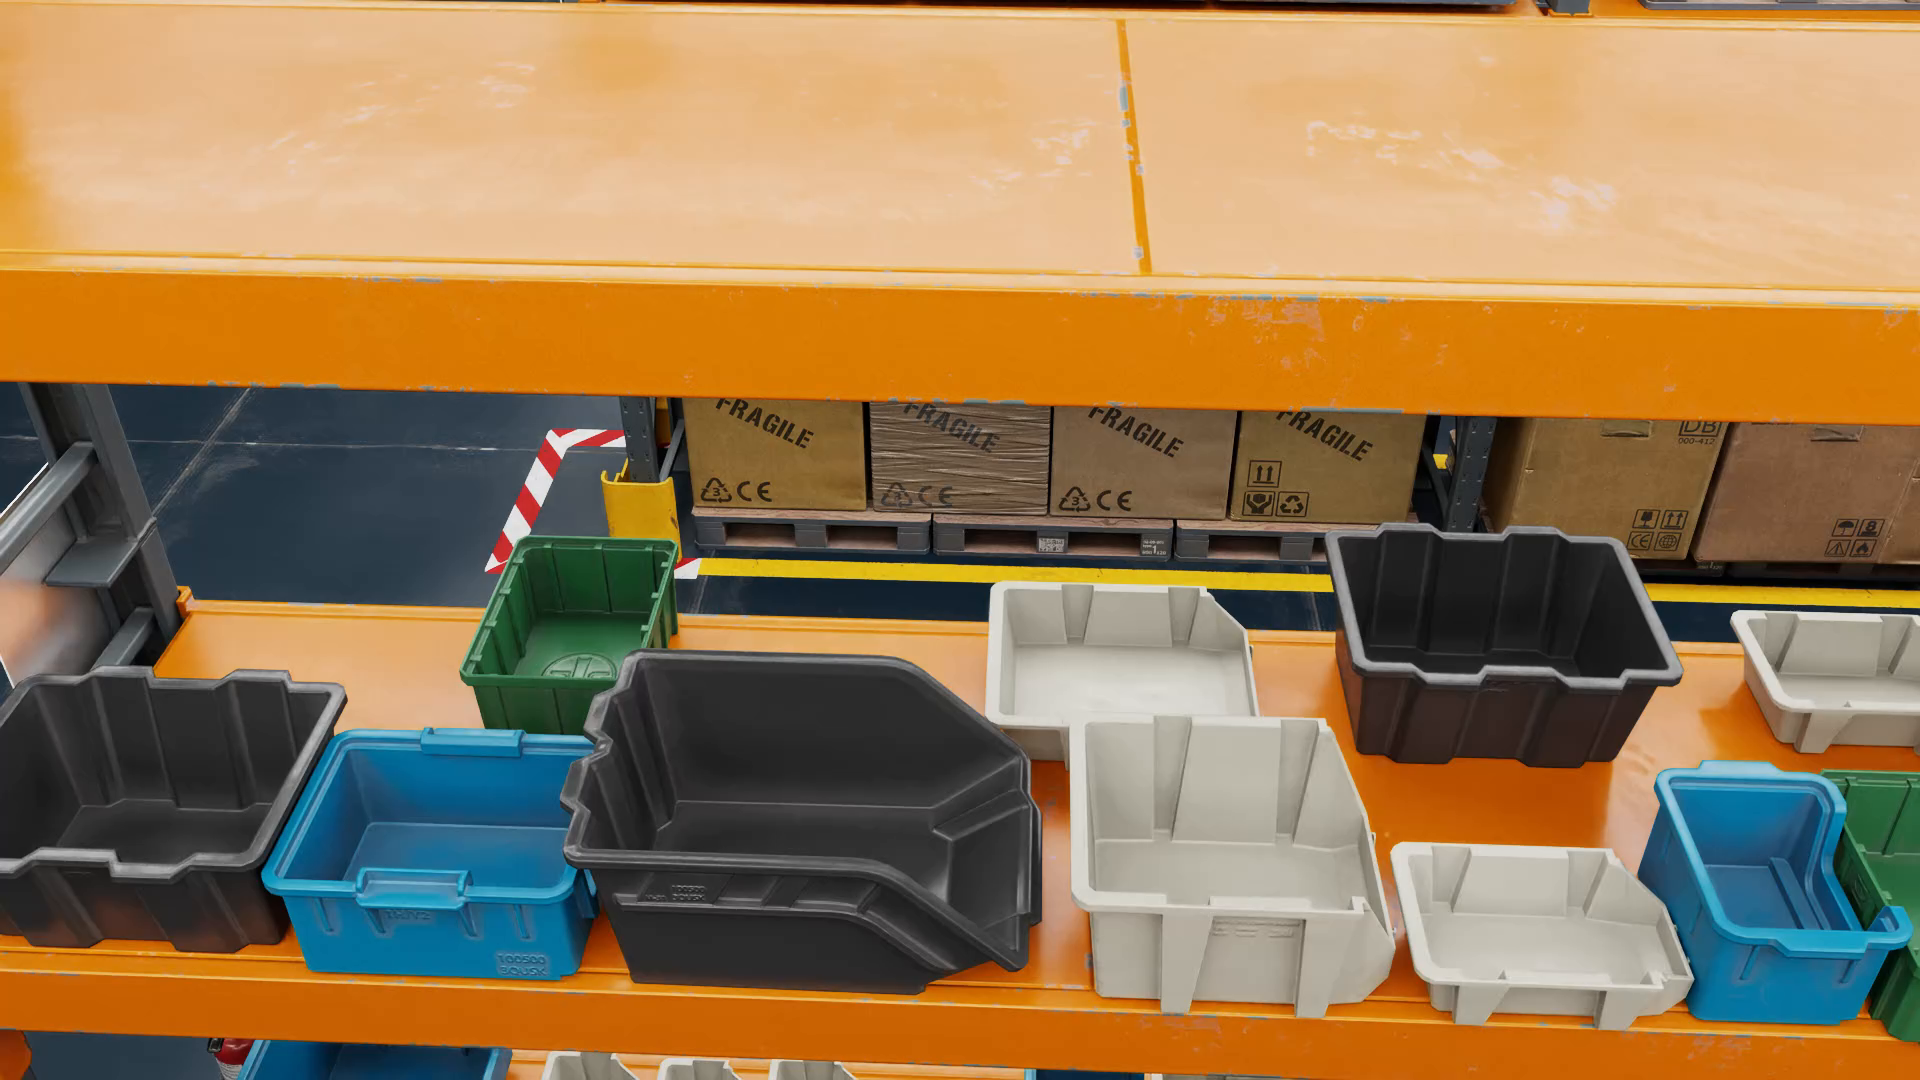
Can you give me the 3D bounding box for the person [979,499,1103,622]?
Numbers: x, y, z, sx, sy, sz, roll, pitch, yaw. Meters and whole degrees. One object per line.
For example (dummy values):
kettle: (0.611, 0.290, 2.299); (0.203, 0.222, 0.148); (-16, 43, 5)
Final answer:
person: (0.300, 0.540, 6.370); (0.509, 1.671, 0.417); (-1, 36, -1)
